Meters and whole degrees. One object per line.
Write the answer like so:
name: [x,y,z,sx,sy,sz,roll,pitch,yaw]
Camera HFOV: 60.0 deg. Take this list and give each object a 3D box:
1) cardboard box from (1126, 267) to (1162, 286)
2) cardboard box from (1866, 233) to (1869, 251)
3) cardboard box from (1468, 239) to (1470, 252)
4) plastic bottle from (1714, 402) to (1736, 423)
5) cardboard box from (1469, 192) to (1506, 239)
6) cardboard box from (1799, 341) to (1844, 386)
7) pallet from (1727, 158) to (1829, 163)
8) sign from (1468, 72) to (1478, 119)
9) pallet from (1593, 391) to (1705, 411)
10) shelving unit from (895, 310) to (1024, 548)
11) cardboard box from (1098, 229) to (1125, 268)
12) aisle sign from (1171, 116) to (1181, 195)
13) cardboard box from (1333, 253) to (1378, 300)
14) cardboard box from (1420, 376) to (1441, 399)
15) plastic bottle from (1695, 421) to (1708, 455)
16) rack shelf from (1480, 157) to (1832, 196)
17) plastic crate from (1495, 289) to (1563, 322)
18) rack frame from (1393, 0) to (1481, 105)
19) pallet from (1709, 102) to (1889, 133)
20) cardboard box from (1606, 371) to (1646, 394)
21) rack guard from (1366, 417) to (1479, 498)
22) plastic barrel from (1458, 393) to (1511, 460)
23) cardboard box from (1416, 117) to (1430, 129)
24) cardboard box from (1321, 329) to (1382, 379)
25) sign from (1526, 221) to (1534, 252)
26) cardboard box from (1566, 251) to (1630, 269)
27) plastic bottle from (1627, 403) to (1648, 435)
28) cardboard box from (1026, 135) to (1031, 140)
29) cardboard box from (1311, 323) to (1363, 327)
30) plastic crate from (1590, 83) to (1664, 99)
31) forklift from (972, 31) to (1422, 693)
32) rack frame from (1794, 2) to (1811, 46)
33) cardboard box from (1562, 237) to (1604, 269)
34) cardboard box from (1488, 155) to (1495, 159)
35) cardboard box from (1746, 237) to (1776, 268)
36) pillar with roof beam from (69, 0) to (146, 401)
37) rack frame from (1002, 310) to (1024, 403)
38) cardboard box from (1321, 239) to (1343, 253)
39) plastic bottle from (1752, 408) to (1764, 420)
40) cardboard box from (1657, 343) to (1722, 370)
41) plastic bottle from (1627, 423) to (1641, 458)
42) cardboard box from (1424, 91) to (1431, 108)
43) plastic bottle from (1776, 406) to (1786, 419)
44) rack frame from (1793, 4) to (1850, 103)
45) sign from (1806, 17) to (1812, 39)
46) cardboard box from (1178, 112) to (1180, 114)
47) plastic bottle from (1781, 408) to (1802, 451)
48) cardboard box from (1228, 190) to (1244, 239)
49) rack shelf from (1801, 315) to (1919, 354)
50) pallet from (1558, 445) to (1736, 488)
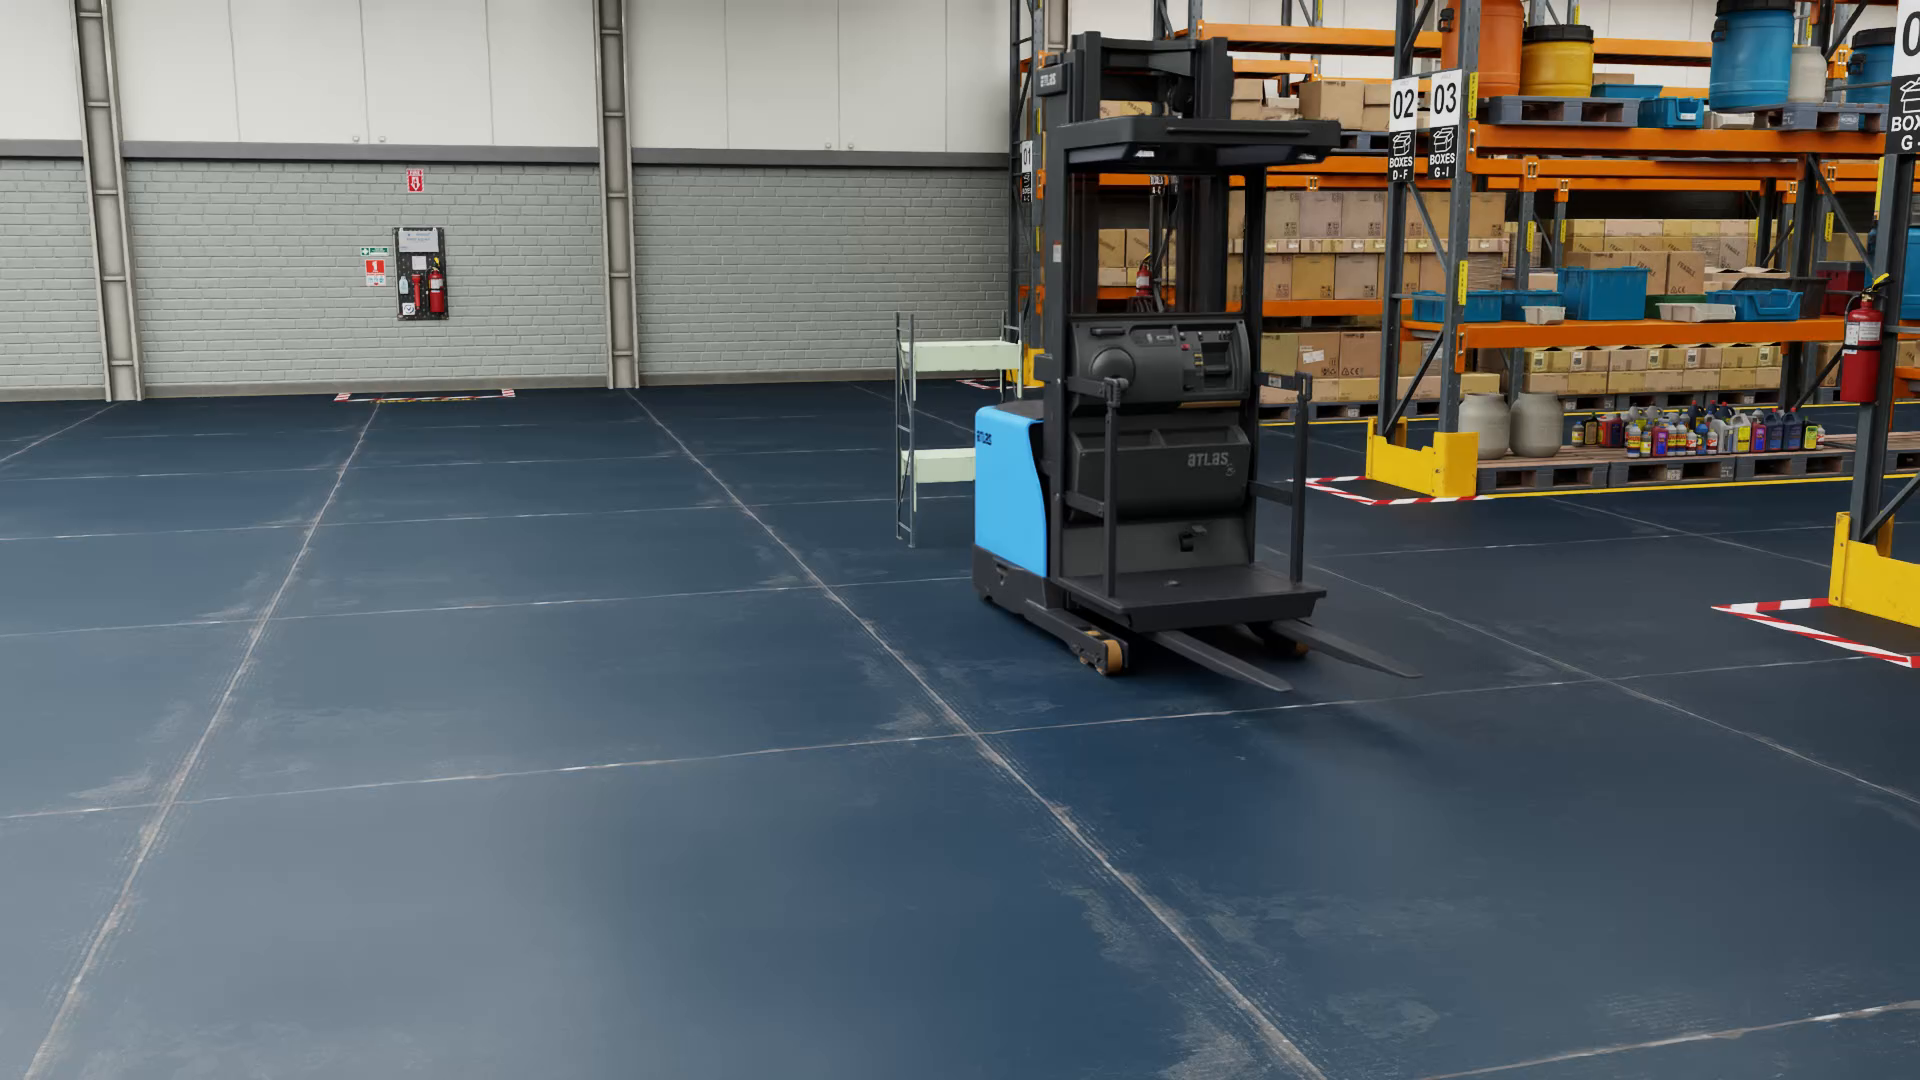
cardboard box: [2.408,-3.577,22.553,0.500,0.250,0.500,-3,11,-17]
cardboard box: [11.440,-3.482,20.242,0.500,0.500,0.700,-1,10,-5]
cardboard box: [5.405,-3.251,18.354,0.250,0.149,0.380,-3,11,-18]
plastic bottle: [6.625,-1.018,14.395,0.185,0.351,0.144,-3,11,-16]
cardboard box: [5.670,-3.623,18.585,0.500,0.500,0.700,-3,11,-16]
cardboard box: [10.452,-2.123,19.980,0.500,0.500,0.500,-3,11,-14]
pallet: [9.308,-4.495,19.413,1.003,0.211,1.213,-2,11,-13]
sign: [3.784,-3.280,12.268,0.005,0.325,0.100,-3,11,-16]
pallet: [7.964,-1.695,19.670,1.213,0.211,1.003,-3,11,-16]
shelving unit: [-0.006,-0.737,10.909,0.755,1.500,0.431,-3,11,-16]
cardboard box: [1.885,-3.918,22.334,0.500,0.500,0.500,-3,11,-16]
aisle sign: [2.276,-3.979,17.197,0.004,0.787,0.394,-3,11,-16]
cardboard box: [4.191,-2.907,18.275,0.500,0.500,0.700,-3,11,-14]
cardboard box: [5.227,-1.729,18.588,0.500,0.250,0.500,-3,11,-16]
plastic bottle: [6.082,-0.841,13.650,0.097,0.271,0.097,0,10,0]
rack shelf: [8.015,-4.182,19.182,4.000,0.370,1.077,-3,11,-16]
plastic crate: [4.657,-1.932,13.668,0.408,0.251,0.499,-3,11,-16]
rack frame: [3.635,-4.847,12.518,0.127,3.000,1.000,-3,11,-16]
pallet: [6.810,-3.427,13.616,1.003,0.211,1.213,-3,11,-16]
cardboard box: [7.539,-1.844,19.211,0.500,0.250,0.500,-3,11,-18]
rack guard: [3.695,-0.679,13.353,0.348,0.500,1.175,-3,11,-16]
plastic barrel: [4.245,-0.926,13.502,0.421,0.512,0.421,0,10,0]
cardboard box: [5.013,-4.478,17.950,0.250,0.149,0.380,-3,11,-16]
cardboard box: [4.272,-2.044,18.230,0.500,0.500,0.500,-3,11,-16]
sign: [6.251,-3.328,18.230,0.005,0.325,0.100,-3,11,-16]
cardboard box: [7.342,-3.072,19.171,0.500,0.500,0.500,-2,11,-12]
plastic bottle: [5.816,-1.003,14.311,0.185,0.351,0.144,-3,11,-14]
cardboard box: [1.196,-5.218,22.488,0.500,0.500,0.500,-2,11,-12]
cardboard box: [5.408,-2.848,23.920,0.500,0.500,0.700,-3,11,-14]
plastic crate: [5.382,-3.512,13.600,0.575,0.384,0.392,-3,11,-16]
forklift: [1.056,-0.903,7.857,1.130,2.935,3.031,-4,11,-20]
rack frame: [12.387,-7.176,25.172,0.127,3.000,1.000,-3,11,-16]
cardboard box: [9.085,-4.209,24.469,0.500,0.500,0.500,-3,11,-14]
cardboard box: [7.276,-5.510,24.064,0.637,0.503,0.797,-1,11,-8]
cardboard box: [12.015,-4.364,25.312,0.500,0.500,0.500,-3,11,-17]
pillar with roof beam: [-9.022,-5.399,15.519,0.400,9.000,9.100,-3,11,-16]
rack frame: [0.345,-0.756,11.009,0.023,1.500,0.400,-3,11,-16]
cardboard box: [3.927,-3.174,17.932,0.250,0.149,0.380,-3,11,-17]
plastic bottle: [7.047,-1.033,14.694,0.097,0.271,0.097,0,10,0]
cardboard box: [8.518,-2.170,19.437,0.500,0.311,0.500,-3,11,-16]
plastic bottle: [5.463,-0.808,13.473,0.097,0.271,0.097,0,10,0]
cardboard box: [5.537,-4.780,18.618,0.500,0.500,0.500,-2,11,-11]
plastic bottle: [6.897,-0.954,14.048,0.185,0.351,0.144,-3,11,-16]
rack frame: [9.935,-6.113,19.395,0.127,3.000,1.000,-3,11,-16]
sign: [12.551,-7.581,24.571,0.005,0.325,0.100,-3,11,-16]
cardboard box: [3.279,-5.716,22.435,0.500,0.500,0.500,-3,11,-18]
plastic bottle: [6.938,-0.929,13.912,0.185,0.351,0.144,-3,11,-17]
cardboard box: [2.756,-3.469,17.744,0.500,0.500,0.700,-3,11,-16]
rack shelf: [9.396,-1.846,14.776,4.000,0.370,1.077,-3,11,-16]
pallet: [5.645,-0.638,13.929,1.213,0.211,1.003,-3,11,-16]
